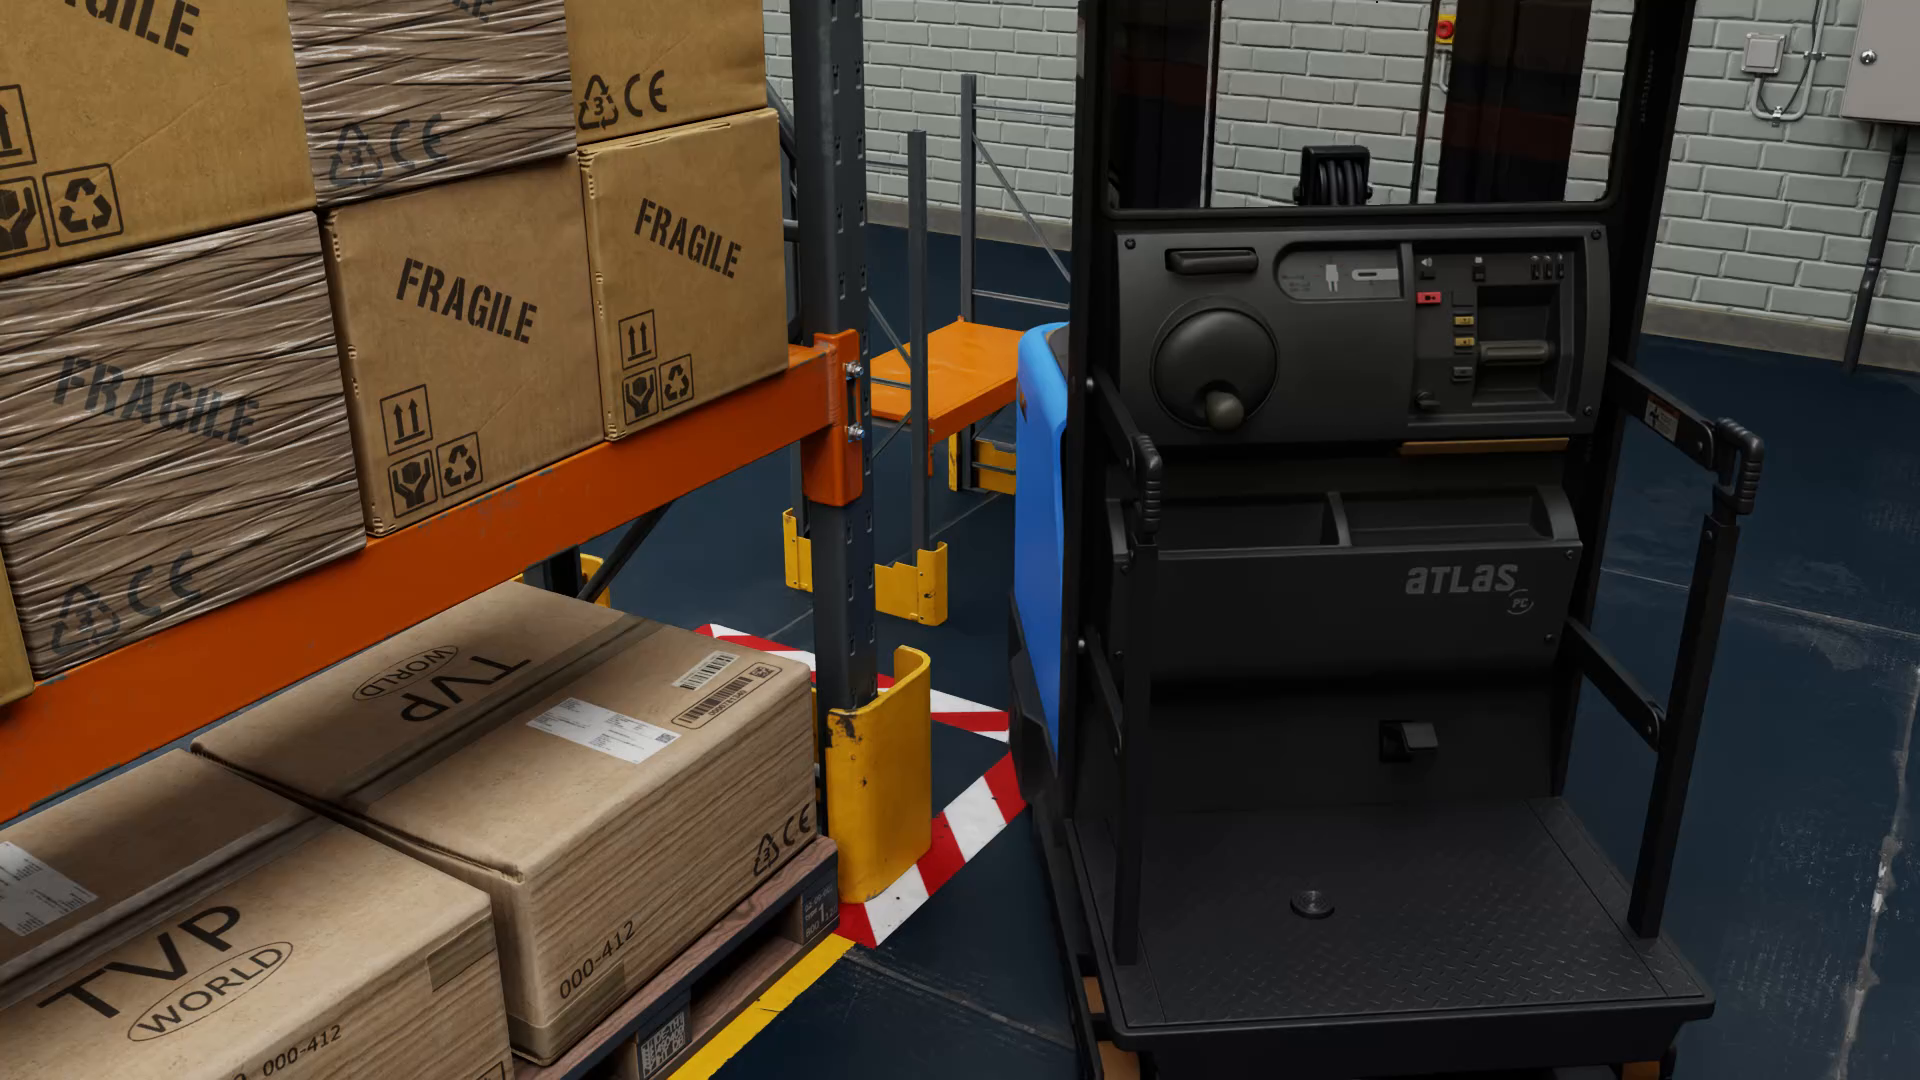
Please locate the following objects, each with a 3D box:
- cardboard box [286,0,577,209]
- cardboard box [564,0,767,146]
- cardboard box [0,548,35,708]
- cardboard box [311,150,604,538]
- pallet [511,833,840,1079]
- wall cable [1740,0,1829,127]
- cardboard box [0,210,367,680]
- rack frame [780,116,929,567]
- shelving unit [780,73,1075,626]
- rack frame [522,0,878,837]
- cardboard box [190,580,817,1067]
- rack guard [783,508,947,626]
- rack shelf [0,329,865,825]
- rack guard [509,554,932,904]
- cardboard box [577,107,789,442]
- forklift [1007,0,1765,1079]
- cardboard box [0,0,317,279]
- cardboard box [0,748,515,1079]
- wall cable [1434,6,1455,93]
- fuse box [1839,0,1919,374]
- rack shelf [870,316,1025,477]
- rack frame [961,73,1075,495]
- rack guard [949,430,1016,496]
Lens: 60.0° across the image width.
[{"bbox_3d":[-0.946,-0.813,2.467,0.500,0.500,0.500,14,27,29],"label":"cardboard box"},{"bbox_3d":[-0.696,-0.995,2.889,0.500,0.500,0.500,15,28,31],"label":"cardboard box"},{"bbox_3d":[-1.475,-0.012,1.876,0.500,0.500,0.500,15,27,30],"label":"cardboard box"},{"bbox_3d":[-0.951,-0.365,2.691,0.500,0.500,0.500,13,27,28],"label":"cardboard box"},{"bbox_3d":[-0.999,0.863,3.491,1.003,0.211,1.213,14,27,29],"label":"pallet"},{"bbox_3d":[3.522,-2.784,7.127,0.588,1.984,0.122,14,27,29],"label":"wall cable"},{"bbox_3d":[-1.214,-0.189,2.285,0.500,0.500,0.500,15,27,30],"label":"cardboard box"},{"bbox_3d":[-0.313,-0.488,4.989,0.500,1.500,0.032,14,27,29],"label":"rack frame"},{"bbox_3d":[-0.040,-0.663,5.393,0.587,1.500,1.083,14,27,29],"label":"shelving unit"},{"bbox_3d":[-0.644,-0.703,3.599,1.000,3.000,0.127,14,27,29],"label":"rack frame"},{"bbox_3d":[-0.907,0.524,3.461,0.875,0.438,0.875,13,27,27],"label":"cardboard box"},{"bbox_3d":[-0.303,0.079,5.253,0.587,0.250,0.087,14,27,29],"label":"rack guard"},{"bbox_3d":[-1.699,0.302,2.182,1.077,0.370,4.000,14,27,29],"label":"rack shelf"},{"bbox_3d":[-0.631,0.436,4.114,1.175,0.500,0.348,14,27,29],"label":"rack guard"},{"bbox_3d":[-0.673,-0.531,3.075,0.500,0.500,0.500,14,27,29],"label":"cardboard box"},{"bbox_3d":[0.773,-0.367,2.908,1.130,2.935,3.031,-2,23,-4],"label":"forklift"},{"bbox_3d":[-1.210,-0.647,2.083,0.500,0.500,0.500,14,27,29],"label":"cardboard box"},{"bbox_3d":[-1.383,0.834,2.744,0.875,0.438,0.875,15,27,30],"label":"cardboard box"},{"bbox_3d":[2.311,-3.092,7.798,0.585,1.953,0.123,14,27,29],"label":"wall cable"},{"bbox_3d":[4.019,-1.531,7.132,0.539,1.711,0.414,14,27,29],"label":"fuse box"},{"bbox_3d":[-0.045,-0.494,5.457,0.538,0.185,1.000,14,27,29],"label":"rack shelf"},{"bbox_3d":[0.223,-0.831,5.782,0.500,1.500,0.032,14,27,29],"label":"rack frame"},{"bbox_3d":[0.222,-0.257,6.029,0.587,0.250,0.087,14,27,29],"label":"rack guard"}]
